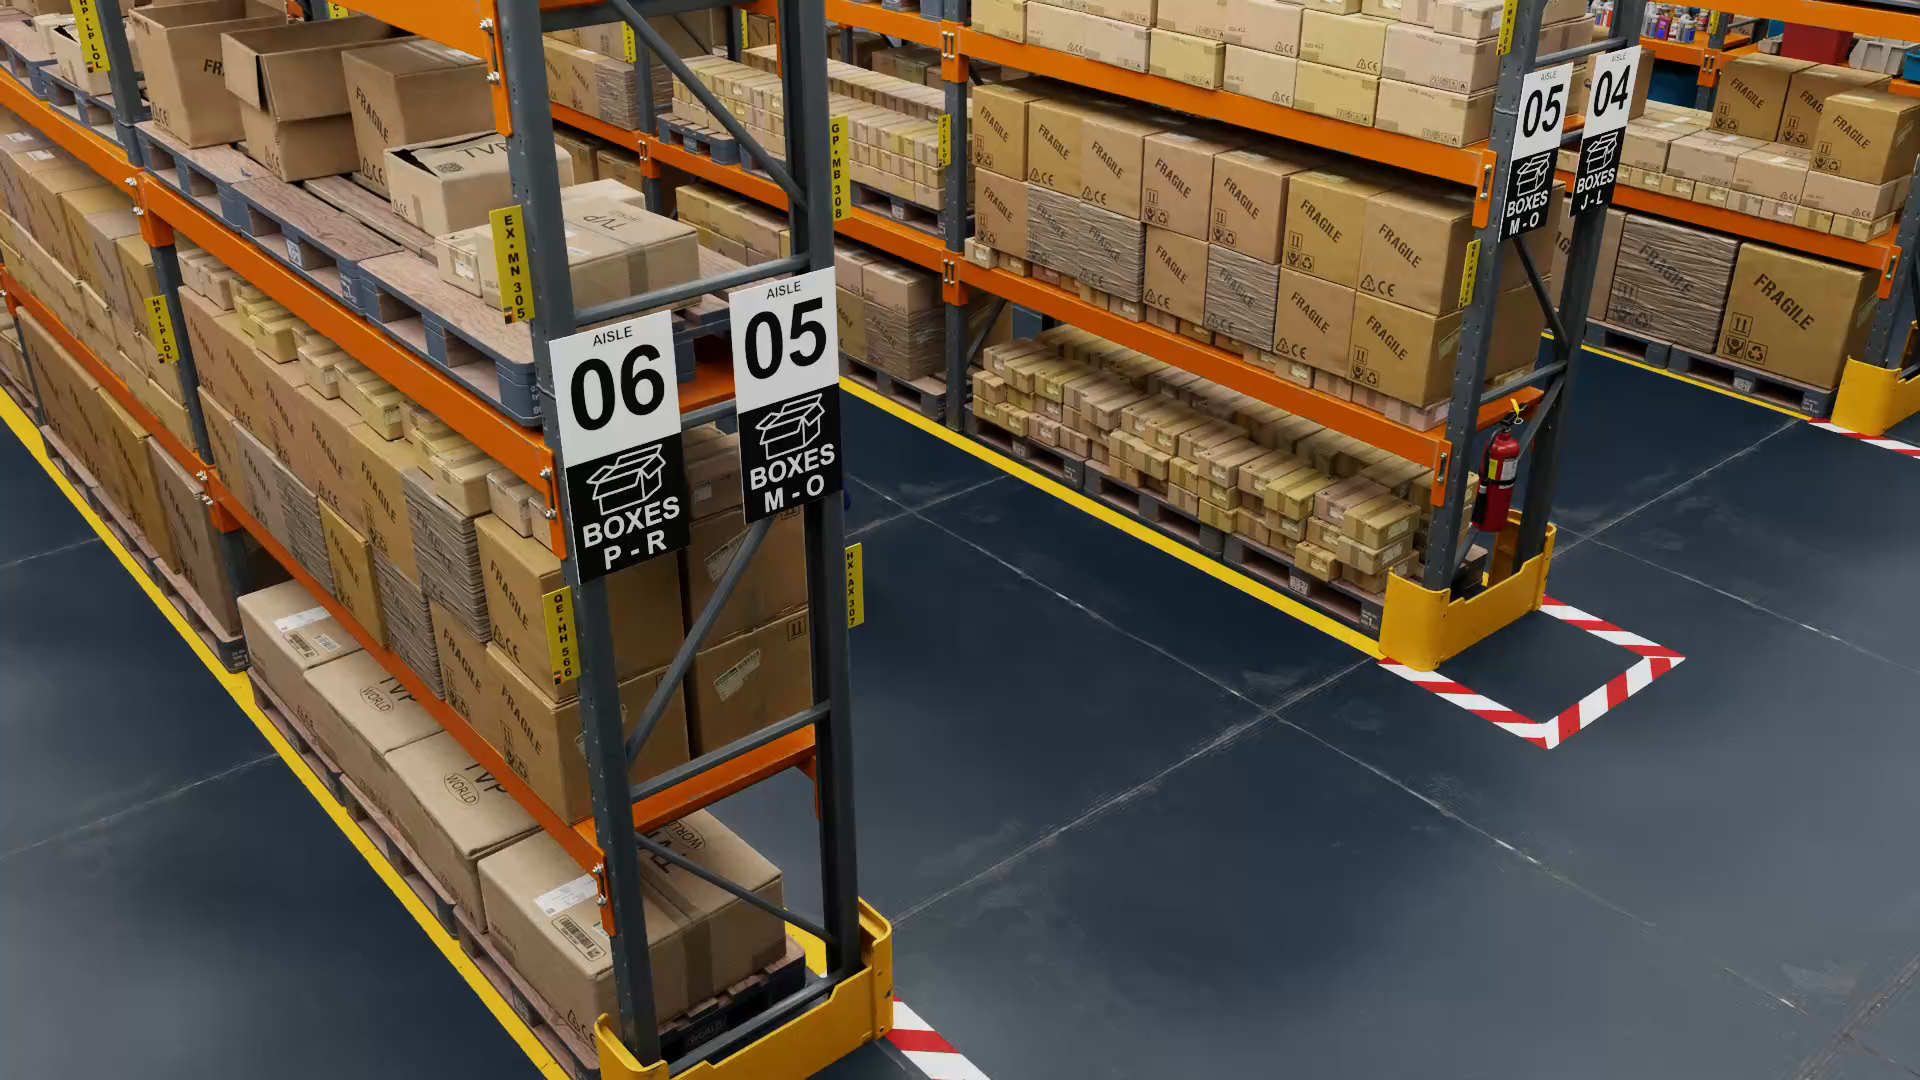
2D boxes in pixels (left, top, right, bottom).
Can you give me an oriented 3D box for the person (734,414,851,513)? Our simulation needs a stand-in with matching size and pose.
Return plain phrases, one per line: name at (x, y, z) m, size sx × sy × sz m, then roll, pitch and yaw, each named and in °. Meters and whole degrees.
person at (-1.027, -0.274, 9.851) m, size 0.526 × 0.986 × 0.803 m, roll -22°, pitch 35°, yaw -35°
